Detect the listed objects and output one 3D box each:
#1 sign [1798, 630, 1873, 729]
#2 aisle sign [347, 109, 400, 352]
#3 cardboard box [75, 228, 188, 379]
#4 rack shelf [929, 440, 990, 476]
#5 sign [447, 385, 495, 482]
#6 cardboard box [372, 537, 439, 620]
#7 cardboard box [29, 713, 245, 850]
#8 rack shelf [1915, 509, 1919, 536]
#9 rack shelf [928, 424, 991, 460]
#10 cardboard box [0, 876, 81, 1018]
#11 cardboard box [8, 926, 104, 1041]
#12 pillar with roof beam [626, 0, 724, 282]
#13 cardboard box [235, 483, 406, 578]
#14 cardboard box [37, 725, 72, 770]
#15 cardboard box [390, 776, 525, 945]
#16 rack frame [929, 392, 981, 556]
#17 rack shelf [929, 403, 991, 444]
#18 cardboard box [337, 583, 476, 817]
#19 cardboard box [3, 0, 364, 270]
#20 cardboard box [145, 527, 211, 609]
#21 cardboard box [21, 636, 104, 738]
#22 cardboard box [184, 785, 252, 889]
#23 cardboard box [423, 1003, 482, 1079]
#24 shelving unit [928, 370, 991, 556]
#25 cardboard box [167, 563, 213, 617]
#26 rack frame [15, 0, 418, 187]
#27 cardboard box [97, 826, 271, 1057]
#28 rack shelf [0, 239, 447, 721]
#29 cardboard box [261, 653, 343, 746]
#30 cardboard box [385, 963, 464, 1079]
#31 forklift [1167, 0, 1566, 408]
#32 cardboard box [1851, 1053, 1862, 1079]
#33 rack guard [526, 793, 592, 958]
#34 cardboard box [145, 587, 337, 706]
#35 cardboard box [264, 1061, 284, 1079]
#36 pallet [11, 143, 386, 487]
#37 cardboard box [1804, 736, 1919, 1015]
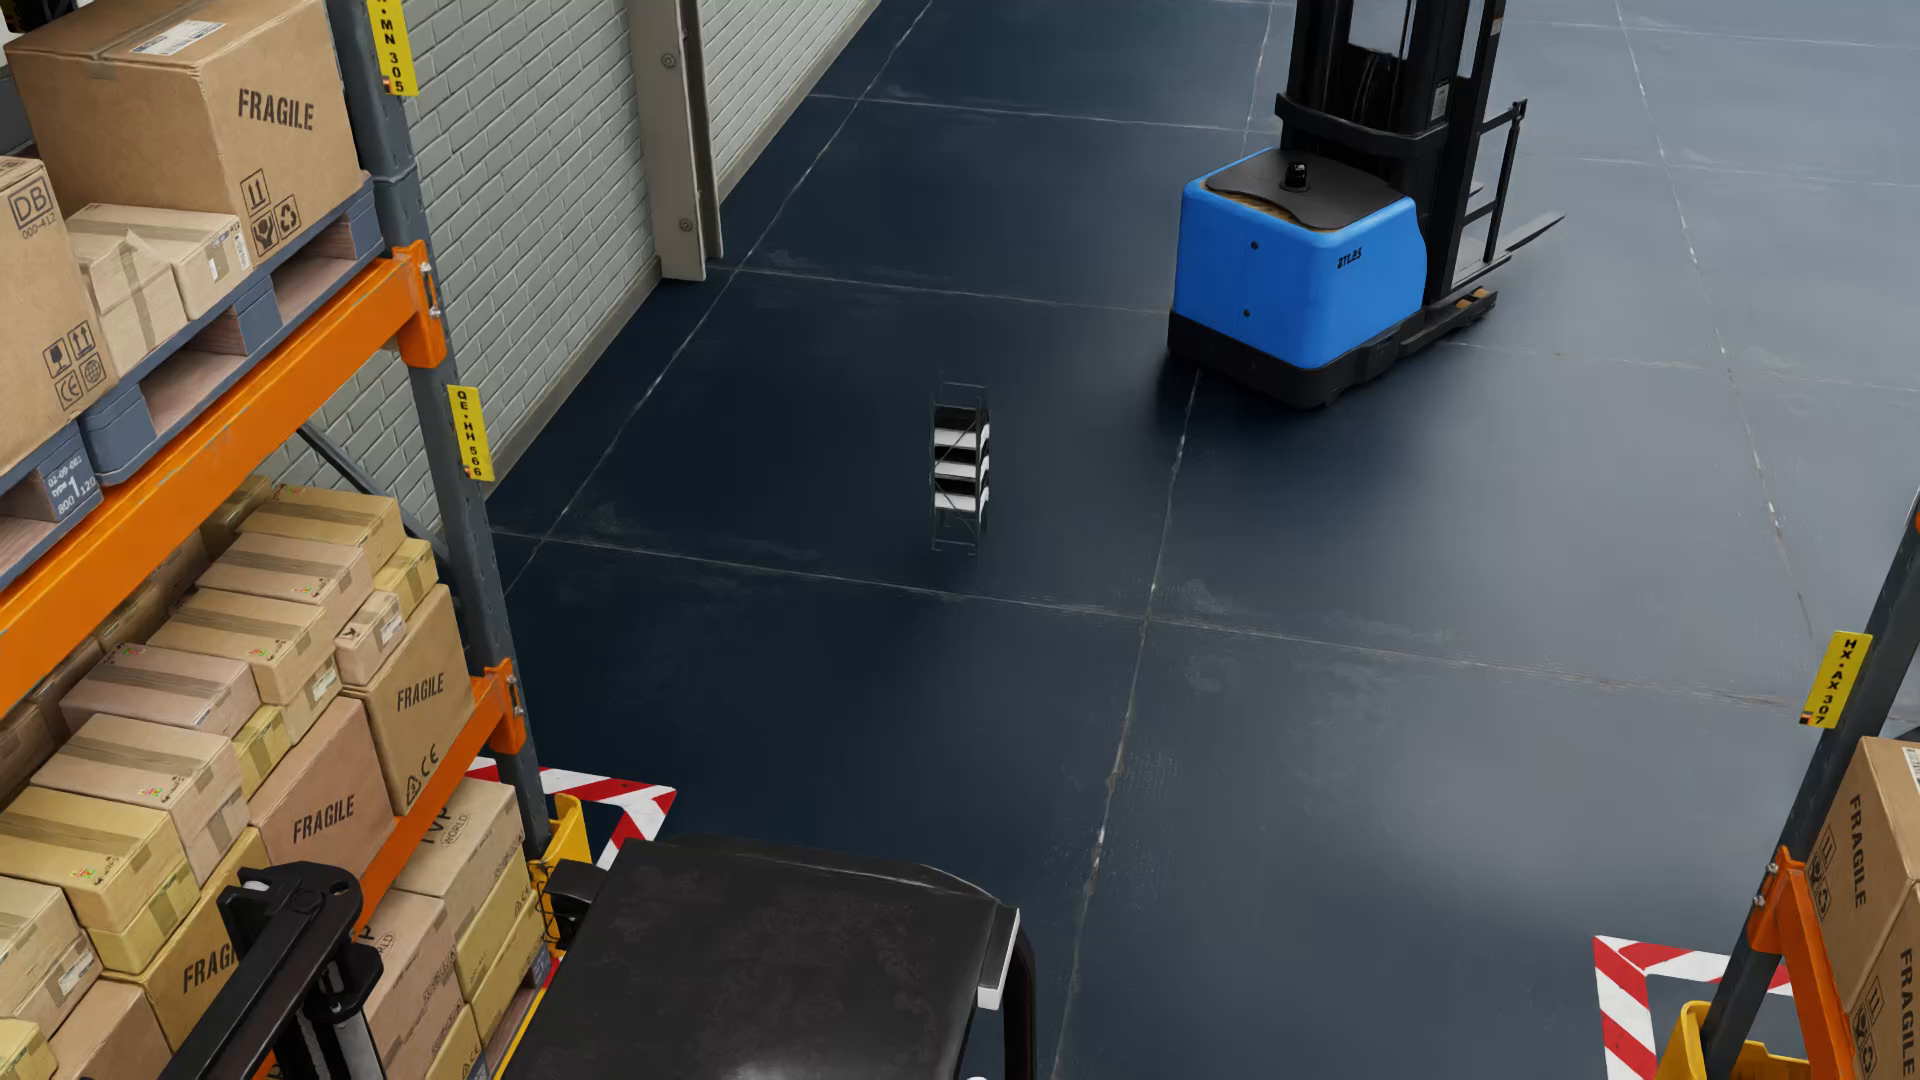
[{"bbox_3d":[2.338,0.375,4.438,0.100,0.325,0.005,7,37,10],"label":"sign"},{"bbox_3d":[-1.680,-0.880,4.692,0.394,0.787,0.004,7,37,10],"label":"aisle sign"},{"bbox_3d":[-1.916,-0.538,3.552,0.396,0.266,0.258,7,37,10],"label":"cardboard box"},{"bbox_3d":[-0.002,-0.406,7.946,0.258,0.077,0.200,7,37,10],"label":"rack shelf"},{"bbox_3d":[-1.454,-0.315,4.940,0.100,0.325,0.005,7,37,10],"label":"sign"},{"bbox_3d":[-1.782,0.105,4.912,0.380,0.149,0.250,8,37,11],"label":"cardboard box"},{"bbox_3d":[-1.977,0.577,4.006,0.380,0.149,0.250,8,37,11],"label":"cardboard box"},{"bbox_3d":[2.441,1.017,2.347,1.077,0.370,4.000,7,37,10],"label":"rack shelf"},{"bbox_3d":[-0.002,-0.478,7.893,0.258,0.077,0.200,7,37,10],"label":"rack shelf"},{"bbox_3d":[-2.174,0.862,3.613,0.380,0.149,0.250,8,37,11],"label":"cardboard box"},{"bbox_3d":[-2.173,0.975,3.711,0.380,0.149,0.250,7,37,10],"label":"cardboard box"},{"bbox_3d":[2.477,-4.869,7.300,9.100,9.000,0.400,7,37,10],"label":"pillar with roof beam"},{"bbox_3d":[-1.852,-0.018,4.827,0.380,0.149,0.250,7,37,10],"label":"cardboard box"},{"bbox_3d":[-2.475,0.473,4.404,0.380,0.149,0.250,6,36,8],"label":"cardboard box"},{"bbox_3d":[-1.775,1.015,5.426,0.500,0.250,0.500,8,37,12],"label":"cardboard box"},{"bbox_3d":[-0.023,-0.301,7.899,0.240,0.900,0.006,7,37,10],"label":"rack frame"},{"bbox_3d":[-0.002,-0.551,7.841,0.258,0.077,0.200,7,37,10],"label":"rack shelf"},{"bbox_3d":[-1.830,0.448,4.990,0.500,0.500,0.500,7,36,9],"label":"cardboard box"},{"bbox_3d":[-1.838,-1.007,4.000,0.500,0.500,0.500,8,37,11],"label":"cardboard box"},{"bbox_3d":[-2.380,0.061,4.719,0.380,0.149,0.250,9,37,12],"label":"cardboard box"},{"bbox_3d":[-2.461,0.355,4.313,0.380,0.149,0.250,8,37,10],"label":"cardboard box"},{"bbox_3d":[-1.997,0.696,4.096,0.380,0.149,0.250,6,36,8],"label":"cardboard box"},{"bbox_3d":[-1.889,1.710,5.320,0.500,0.250,0.500,7,37,10],"label":"cardboard box"},{"bbox_3d":[-0.002,-0.360,7.980,0.258,0.900,0.210,7,37,10],"label":"shelving unit"},{"bbox_3d":[-2.298,0.182,4.805,0.380,0.149,0.250,7,37,10],"label":"cardboard box"},{"bbox_3d":[-1.981,-2.255,3.694,1.000,3.000,0.127,7,37,10],"label":"rack frame"},{"bbox_3d":[-2.059,1.039,4.176,0.500,0.500,0.500,7,36,9],"label":"cardboard box"},{"bbox_3d":[-2.409,0.397,3.203,1.077,0.370,4.000,7,37,10],"label":"rack shelf"},{"bbox_3d":[-1.923,0.396,4.510,0.380,0.149,0.250,8,37,11],"label":"cardboard box"},{"bbox_3d":[-1.898,1.519,5.157,0.500,0.250,0.500,7,37,10],"label":"cardboard box"},{"bbox_3d":[2.619,-2.662,9.425,3.031,2.935,1.130,-29,45,-34],"label":"forklift"},{"bbox_3d":[2.418,1.353,4.041,0.380,0.149,0.250,6,36,8],"label":"cardboard box"},{"bbox_3d":[-1.976,1.172,6.207,1.175,0.500,0.348,7,37,10],"label":"rack guard"},{"bbox_3d":[-1.904,0.281,4.415,0.380,0.149,0.250,8,37,11],"label":"cardboard box"},{"bbox_3d":[-1.976,1.599,4.620,0.500,0.250,0.500,8,37,11],"label":"cardboard box"},{"bbox_3d":[-2.158,-0.603,4.045,1.003,0.211,1.213,7,37,10],"label":"pallet"},{"bbox_3d":[2.496,0.870,4.155,0.500,0.500,0.500,7,36,9],"label":"cardboard box"}]
